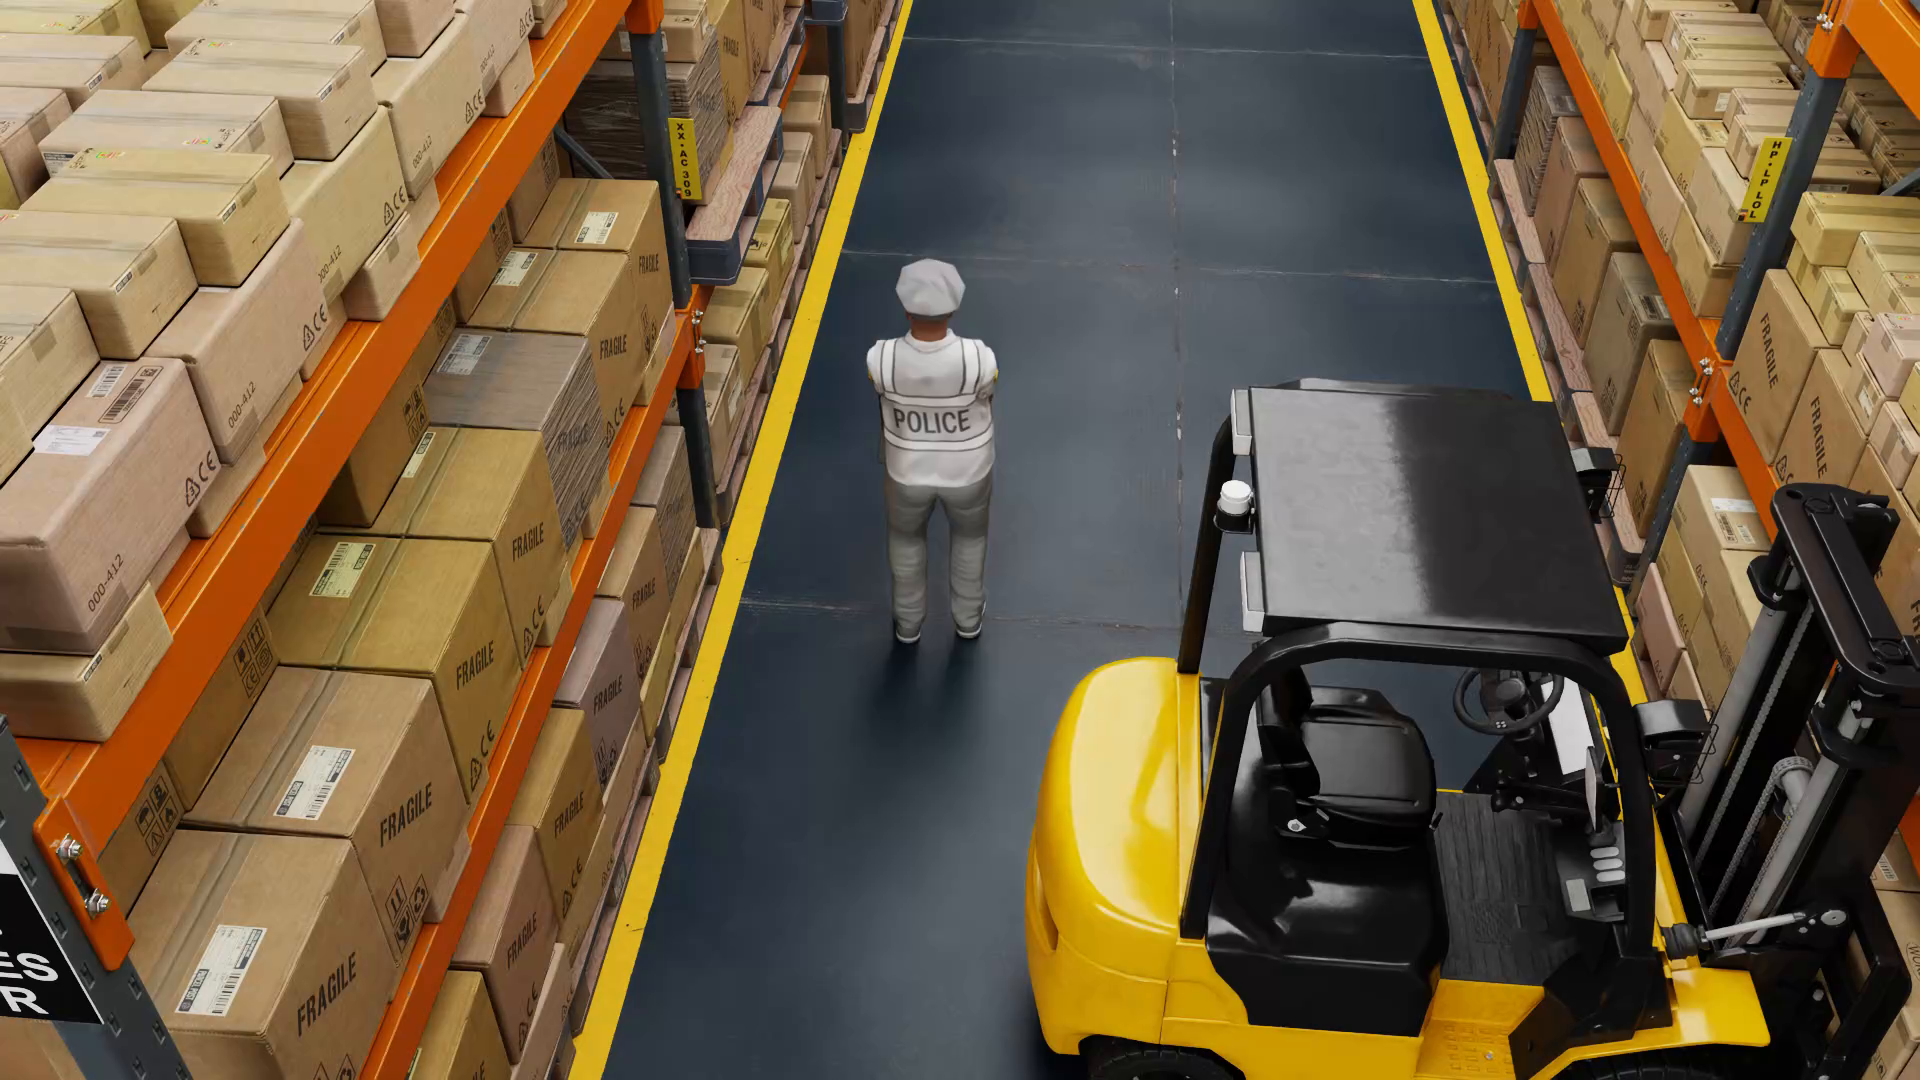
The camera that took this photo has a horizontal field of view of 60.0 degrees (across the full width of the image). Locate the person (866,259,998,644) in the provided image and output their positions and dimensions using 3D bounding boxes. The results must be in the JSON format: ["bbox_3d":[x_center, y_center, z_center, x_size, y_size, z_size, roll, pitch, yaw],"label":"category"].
[{"bbox_3d":[-0.100,-0.360,6.572,0.490,1.771,0.566,1,40,1],"label":"person"}]
